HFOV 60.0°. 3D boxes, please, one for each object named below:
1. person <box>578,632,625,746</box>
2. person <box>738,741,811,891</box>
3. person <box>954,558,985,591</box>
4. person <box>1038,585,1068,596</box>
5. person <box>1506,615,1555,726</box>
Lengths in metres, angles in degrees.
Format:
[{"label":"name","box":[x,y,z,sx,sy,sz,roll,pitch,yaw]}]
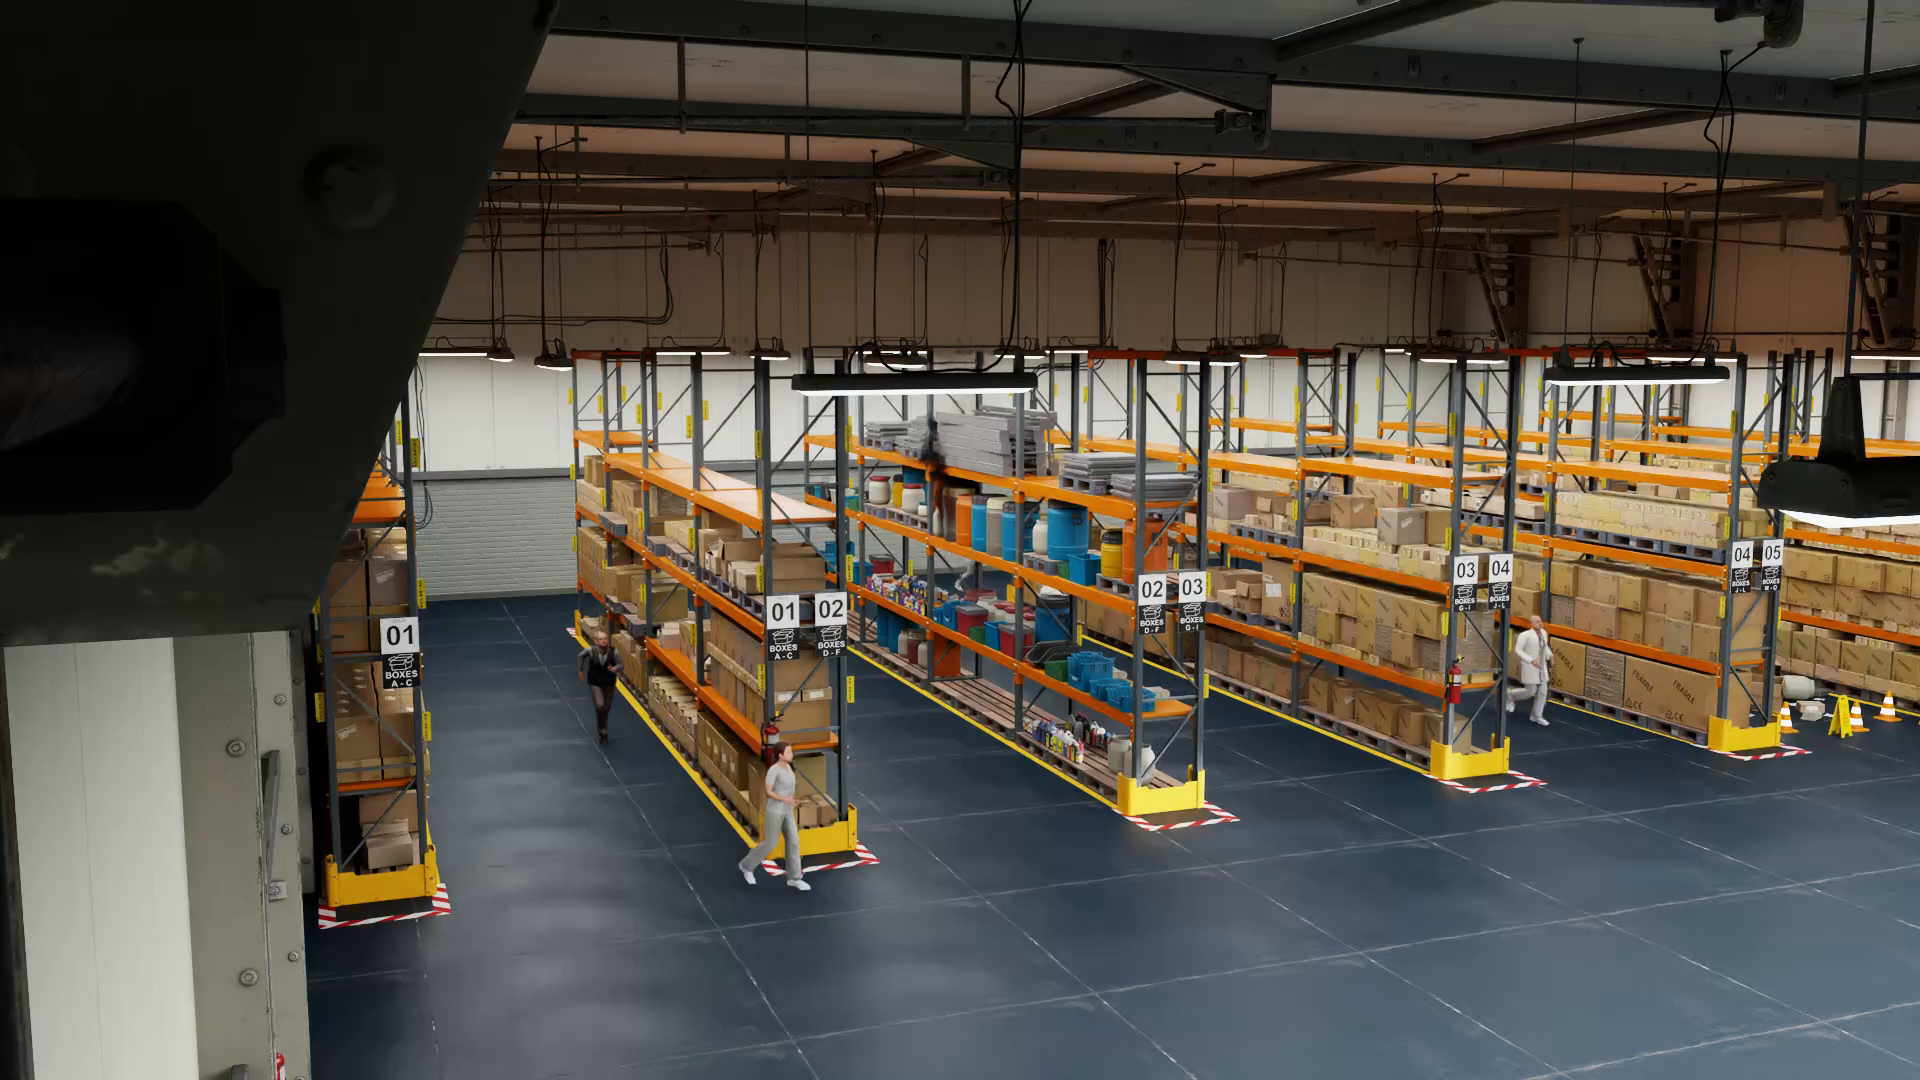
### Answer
[{"label":"person","box":[-5.558,2.286,25.822,0.679,1.756,0.849,-2,8,-19]},{"label":"person","box":[-2.067,3.129,19.089,0.881,1.673,0.613,3,8,24]},{"label":"person","box":[0.289,0.508,40.372,0.848,1.624,0.529,1,7,9]},{"label":"person","box":[1.724,1.430,30.497,0.599,1.721,0.799,-3,8,-23]},{"label":"person","box":[9.371,2.100,27.187,0.717,1.770,0.777,-3,8,-25]}]
